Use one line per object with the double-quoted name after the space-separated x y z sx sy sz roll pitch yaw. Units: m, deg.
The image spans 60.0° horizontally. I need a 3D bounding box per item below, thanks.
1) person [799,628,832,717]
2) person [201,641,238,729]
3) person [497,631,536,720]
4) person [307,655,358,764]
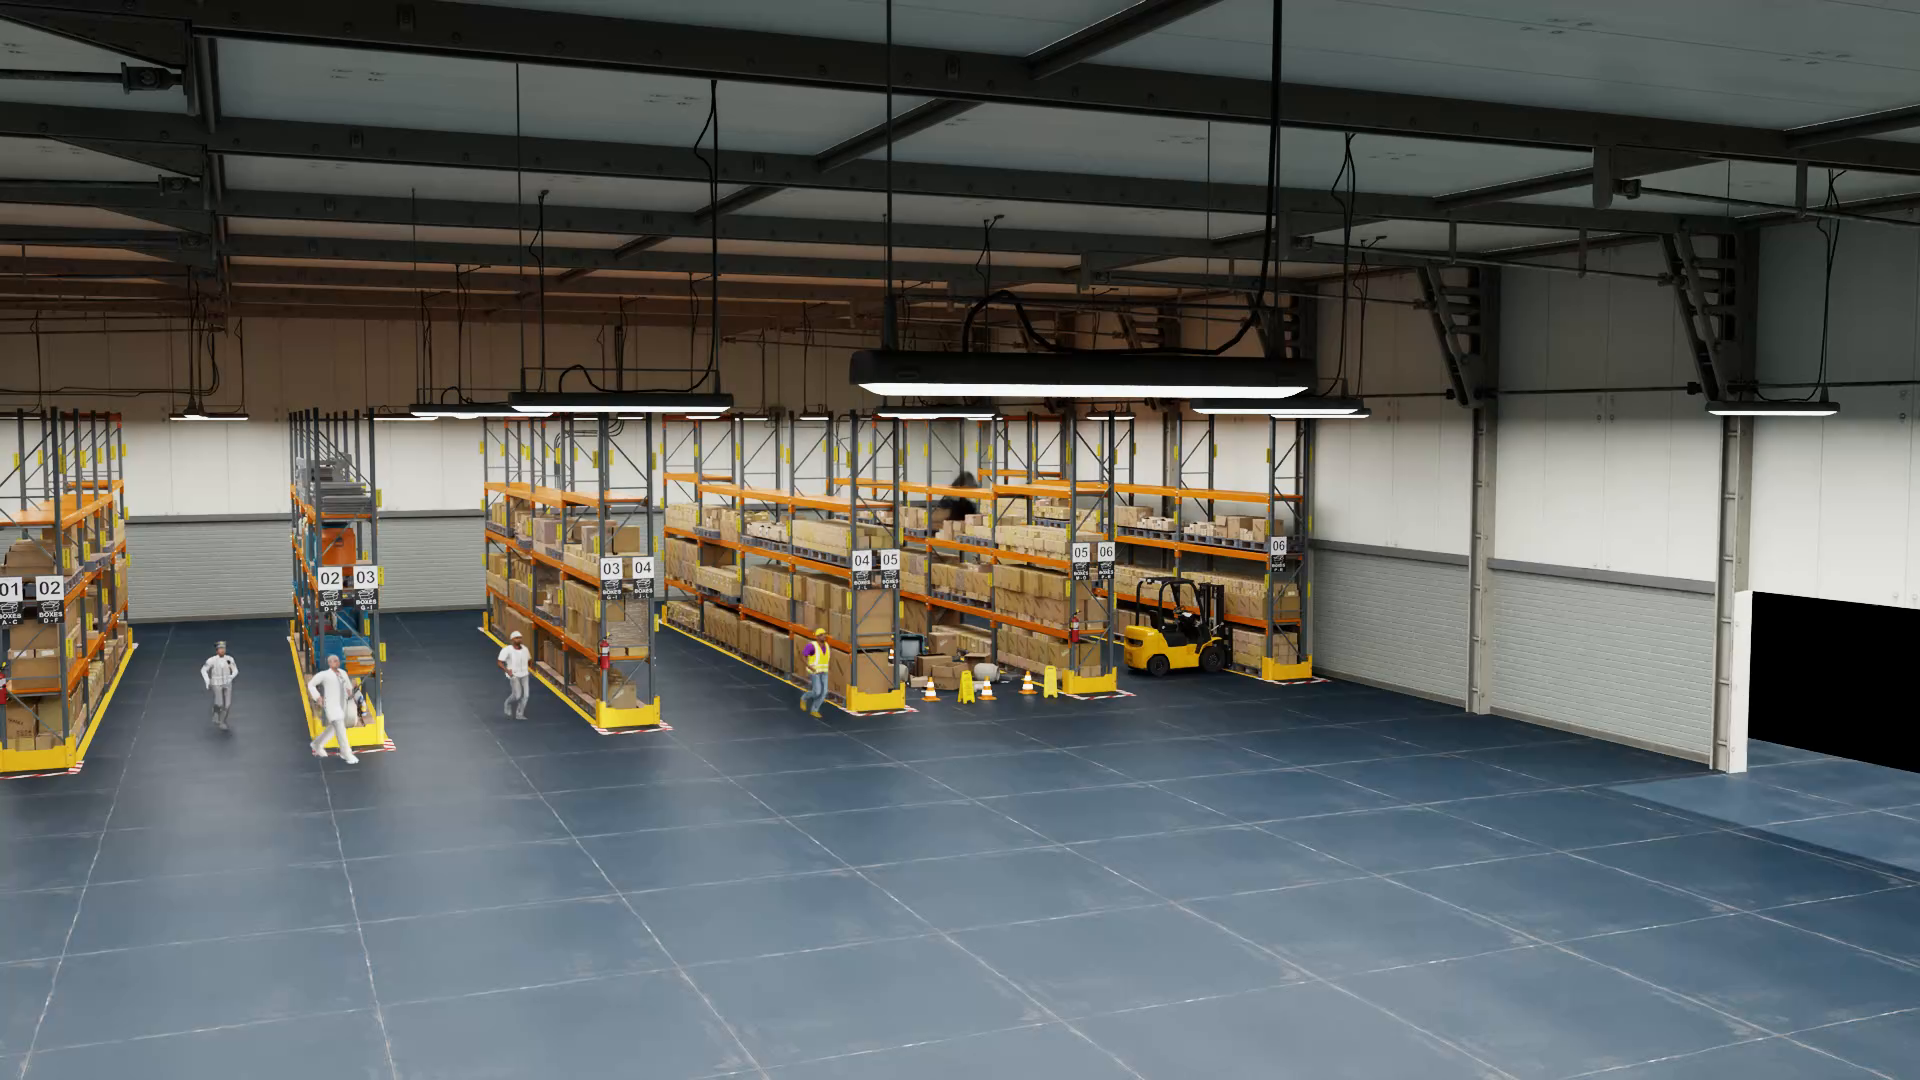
-2.813 2.586 32.663 0.726 1.723 0.571 -4 5 -43 "person"
-13.807 2.718 31.104 0.615 1.658 0.541 -3 5 -37 "person"
-8.536 2.616 32.089 0.606 1.716 0.698 4 6 45 "person"
-10.611 2.857 28.250 1.015 1.809 0.760 1 4 17 "person"
